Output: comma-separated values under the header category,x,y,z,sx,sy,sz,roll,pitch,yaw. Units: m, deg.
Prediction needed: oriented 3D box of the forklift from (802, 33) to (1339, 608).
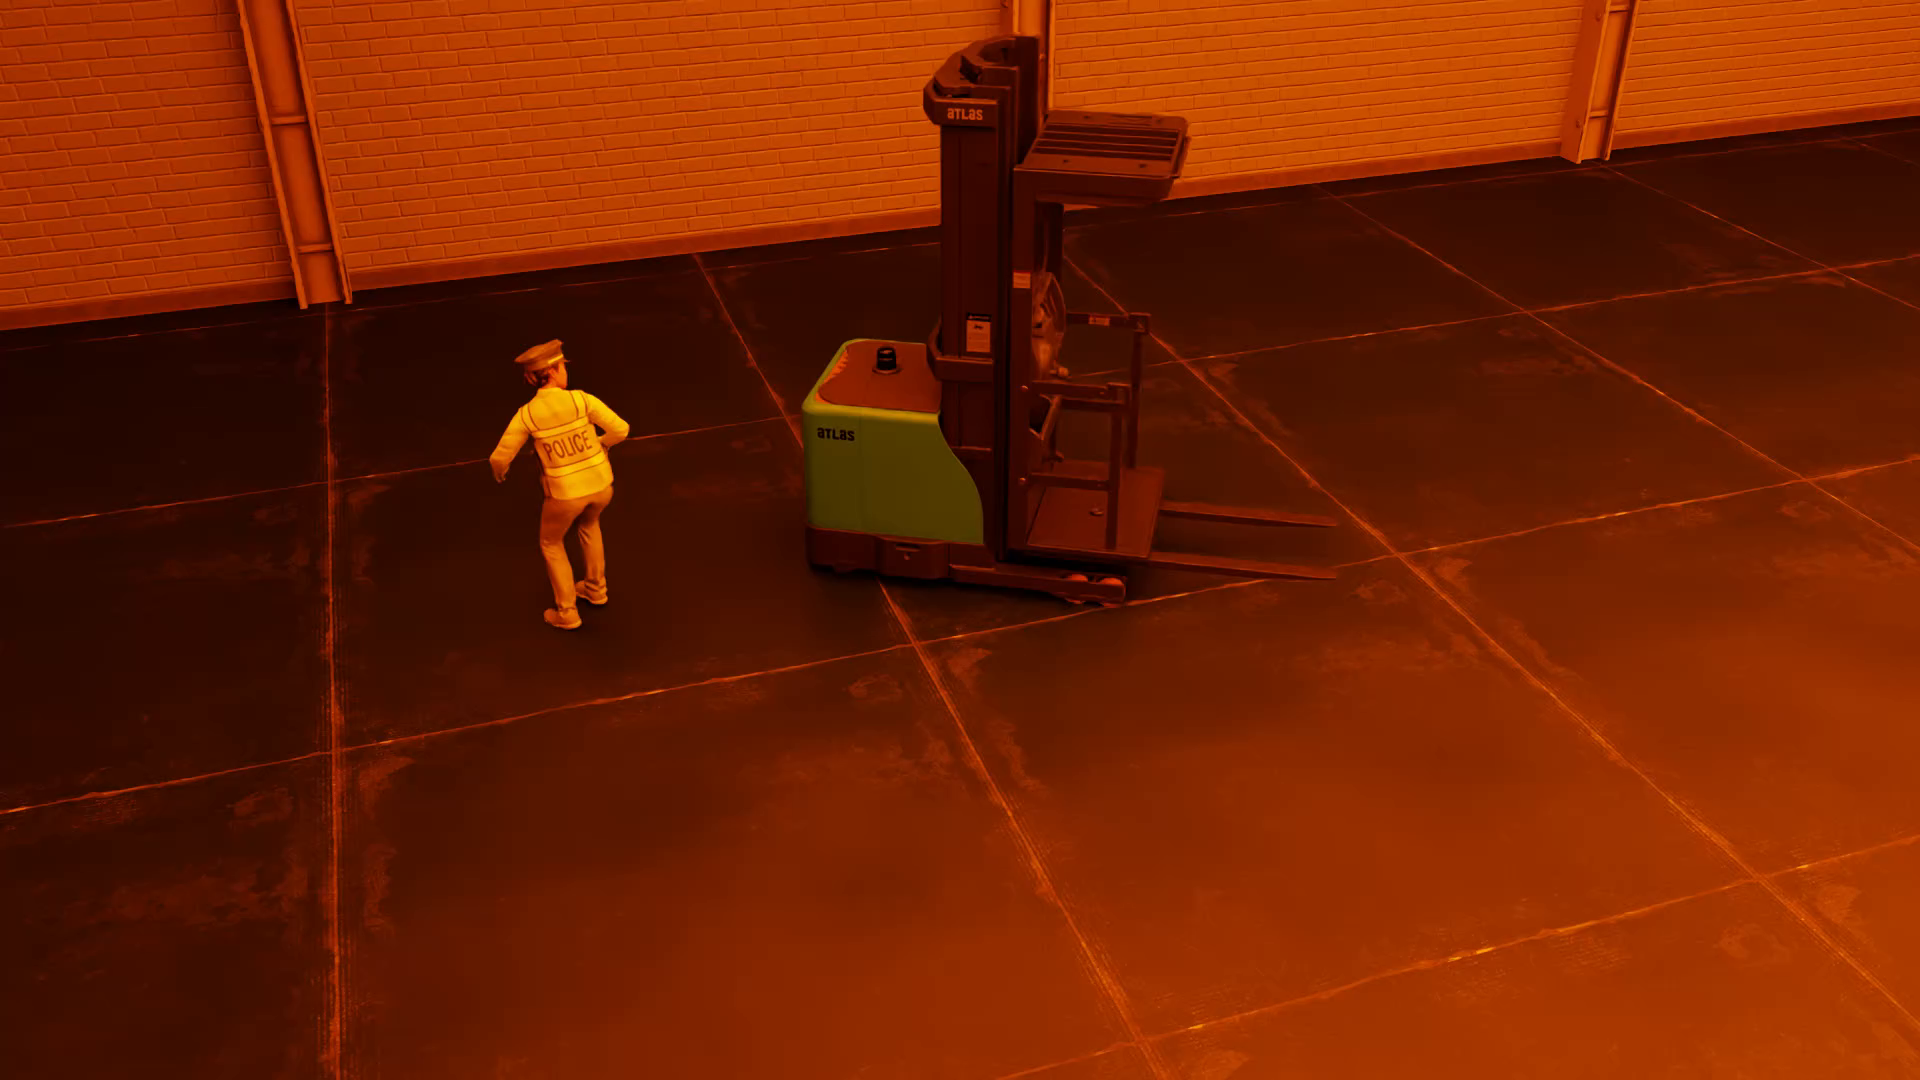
category,x,y,z,sx,sy,sz,roll,pitch,yaw
forklift,0.676,-1.180,9.137,3.031,2.935,1.130,6,30,10

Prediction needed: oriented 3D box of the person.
category,x,y,z,sx,sy,sz,roll,pitch,yaw
person,-2.142,-0.305,8.974,0.732,1.632,0.561,-15,33,-25
